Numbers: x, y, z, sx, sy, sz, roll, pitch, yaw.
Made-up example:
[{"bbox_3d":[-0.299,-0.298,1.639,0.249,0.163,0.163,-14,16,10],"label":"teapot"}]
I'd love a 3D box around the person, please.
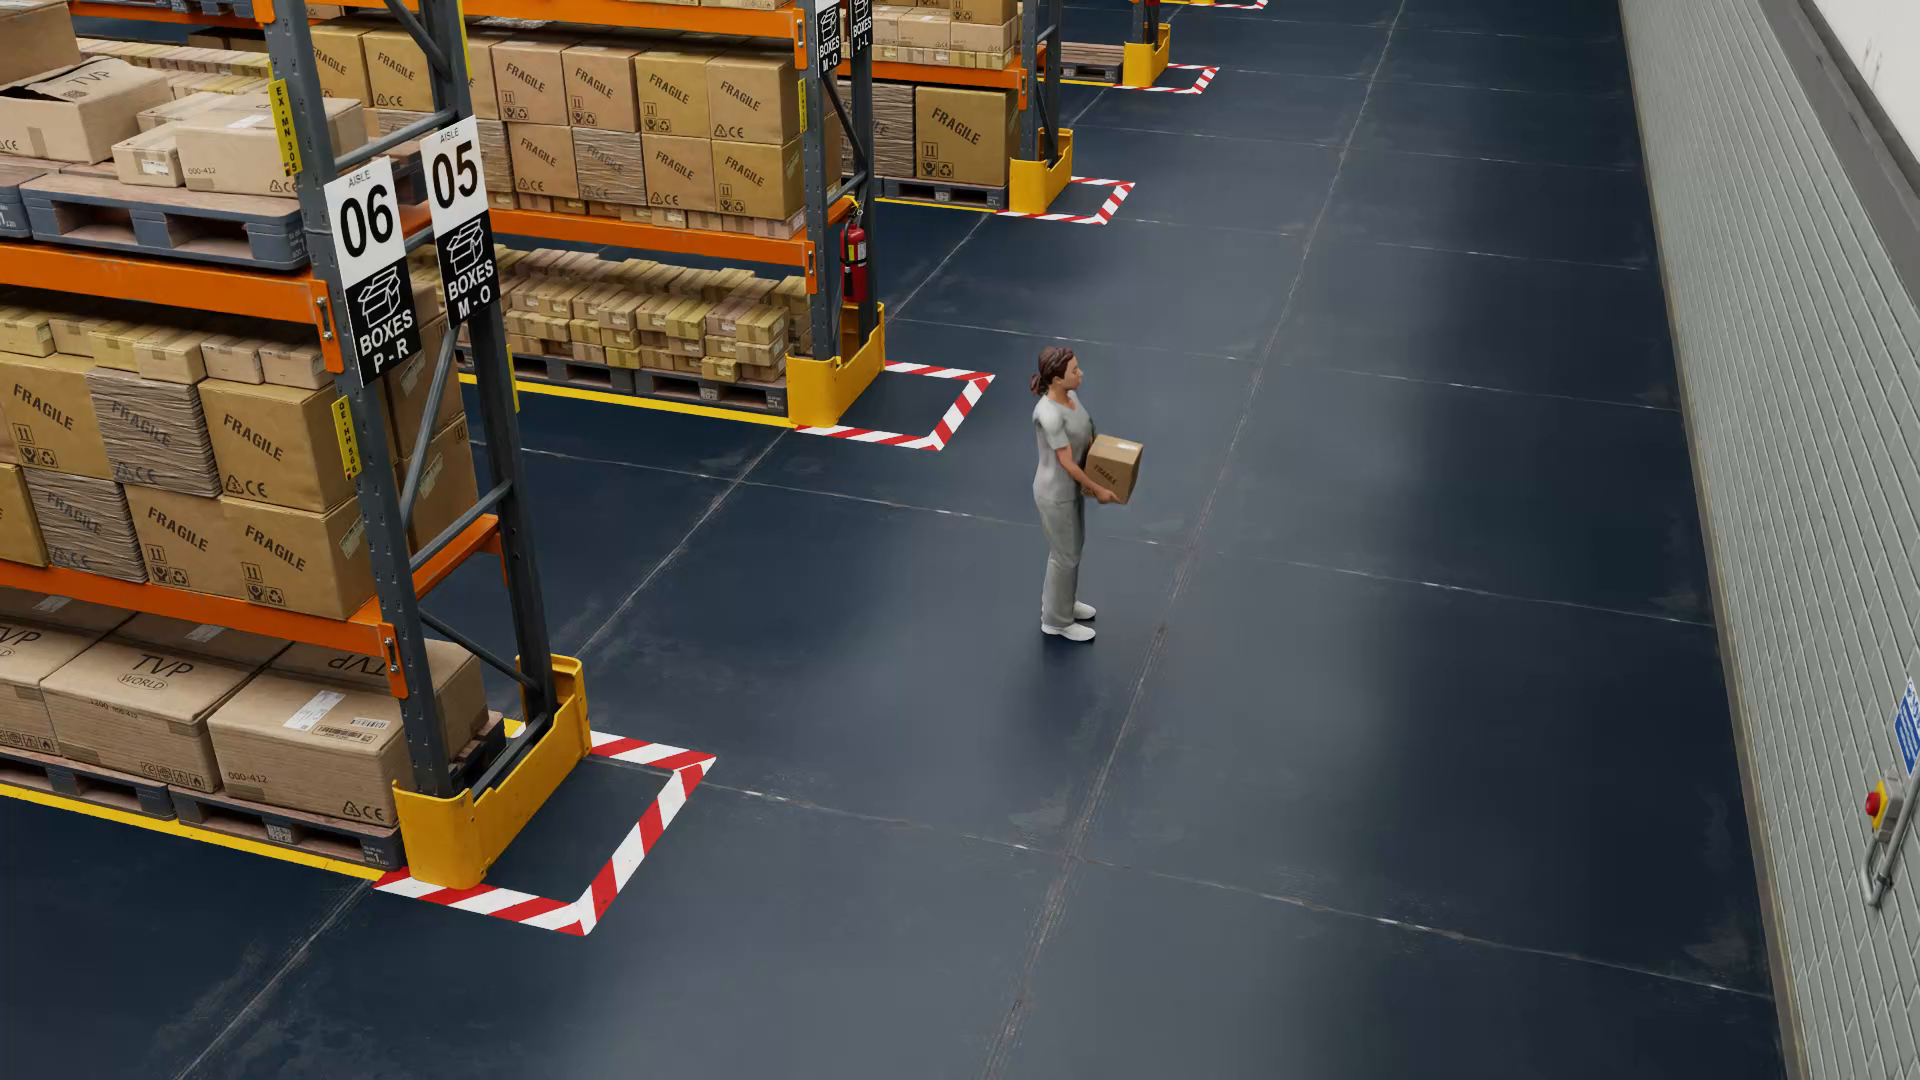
[{"bbox_3d":[0.617,-0.250,8.959,0.542,1.667,0.436,9,30,15],"label":"person"}]
